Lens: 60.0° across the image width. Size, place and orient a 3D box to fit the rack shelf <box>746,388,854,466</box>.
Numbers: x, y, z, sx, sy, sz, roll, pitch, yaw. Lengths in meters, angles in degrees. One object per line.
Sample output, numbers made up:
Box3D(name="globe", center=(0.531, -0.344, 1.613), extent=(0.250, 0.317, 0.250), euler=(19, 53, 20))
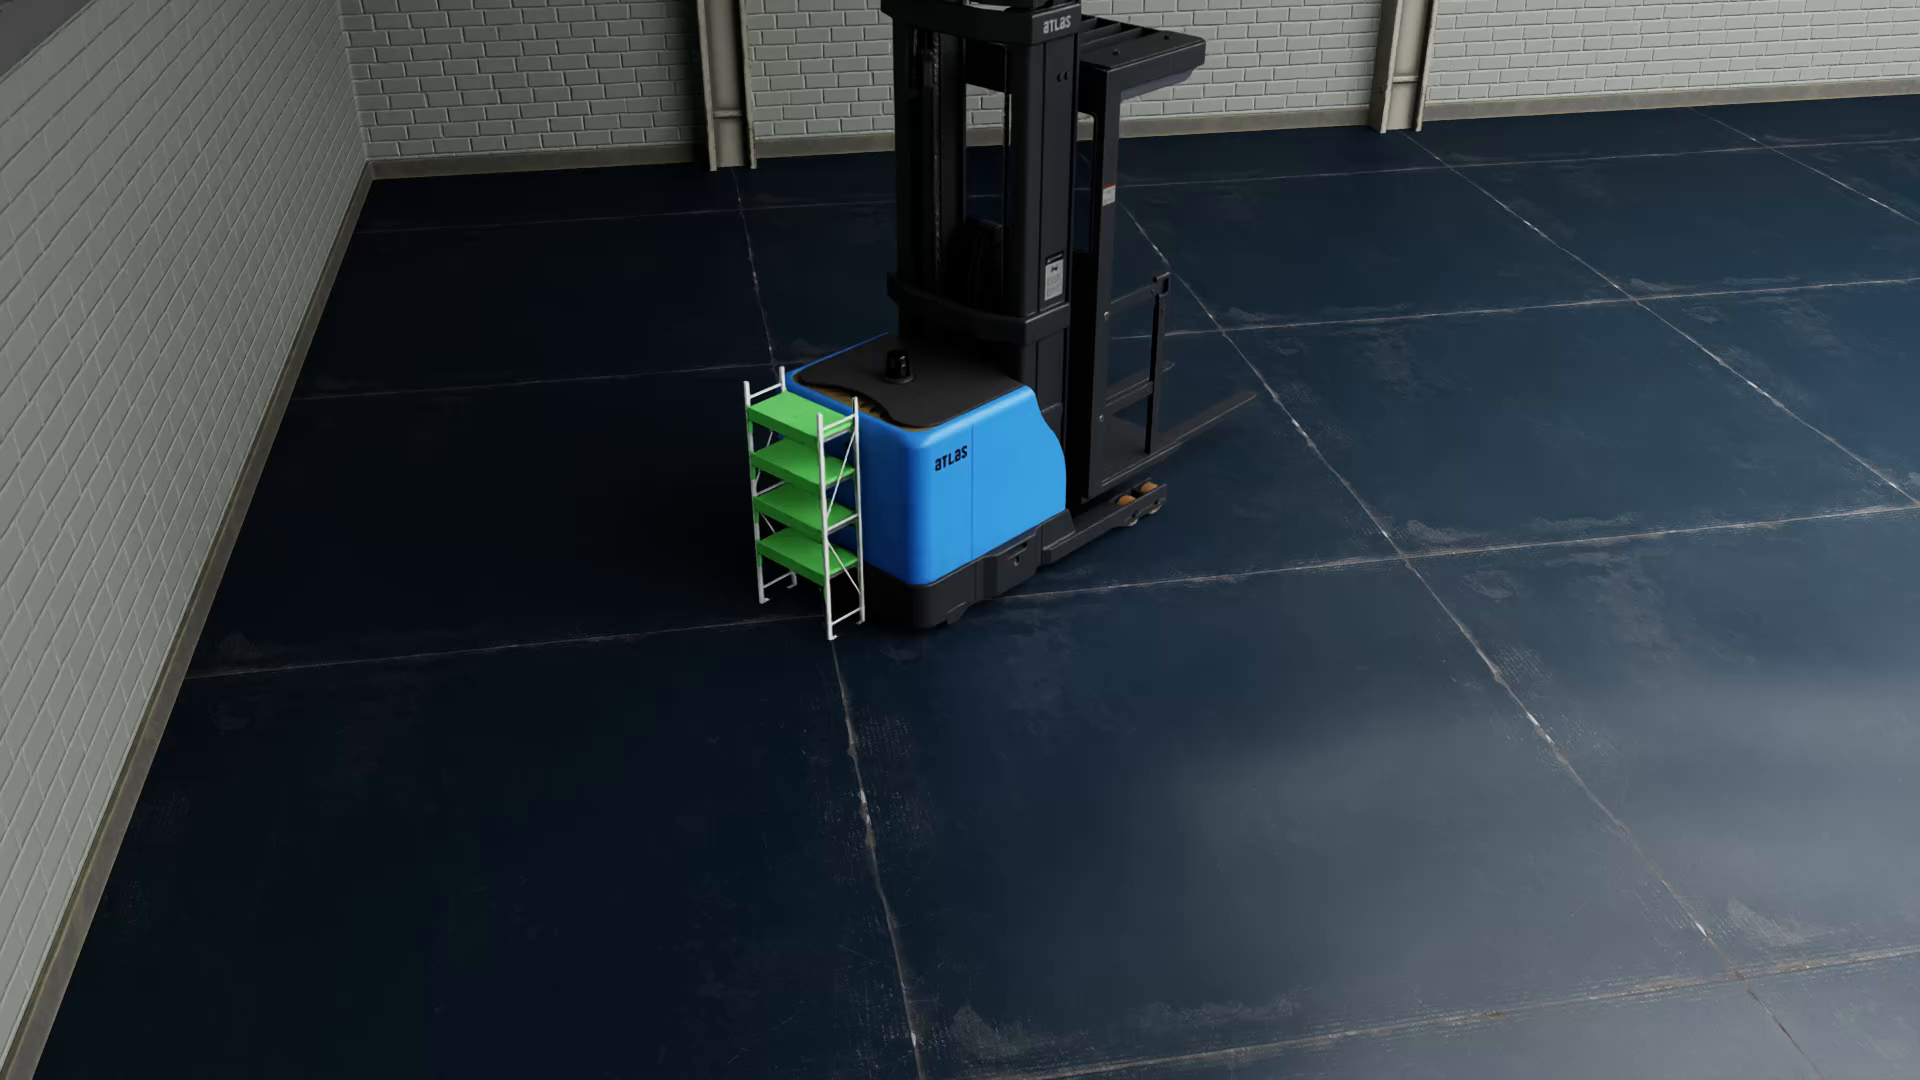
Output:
Box3D(name="rack shelf", center=(-0.726, -0.523, 7.635), extent=(0.480, 0.148, 0.258), euler=(25, 39, 36))

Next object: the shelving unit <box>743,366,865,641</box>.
Box3D(name="shelving unit", center=(-0.726, -0.164, 7.846), extent=(0.503, 1.200, 0.258), euler=(25, 39, 36))

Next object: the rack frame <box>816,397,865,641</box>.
Box3D(name="rack frame", center=(-0.547, -0.081, 7.703), extent=(0.015, 1.200, 0.240), euler=(25, 39, 36))

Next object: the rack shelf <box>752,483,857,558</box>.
Box3D(name="rack shelf", center=(-0.726, -0.109, 7.878), extent=(0.480, 0.148, 0.258), euler=(25, 39, 36))

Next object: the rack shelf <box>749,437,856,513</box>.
Box3D(name="rack shelf", center=(-0.726, -0.316, 7.757), extent=(0.480, 0.148, 0.258), euler=(25, 39, 36))

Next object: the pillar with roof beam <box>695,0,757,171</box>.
Box3D(name="pillar with roof beam", center=(-1.173, -4.948, 8.286), extent=(0.400, 9.000, 9.100), euler=(-5, 31, -9))

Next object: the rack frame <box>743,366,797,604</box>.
Box3D(name="rack frame", center=(-0.906, -0.248, 7.988), extent=(0.015, 1.200, 0.240), euler=(25, 39, 36))

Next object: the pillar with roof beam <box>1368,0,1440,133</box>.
Box3D(name="pillar with roof beam", center=(4.729, -5.495, 9.218), extent=(0.400, 9.000, 9.100), euler=(-5, 31, -9))

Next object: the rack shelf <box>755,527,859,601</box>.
Box3D(name="rack shelf", center=(-0.726, 0.098, 8.000), extent=(0.480, 0.148, 0.258), euler=(25, 39, 36))

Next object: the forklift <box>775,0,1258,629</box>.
Box3D(name="forklift", center=(0.472, -1.495, 8.400), extent=(1.130, 2.935, 3.031), euler=(26, 39, 36))
